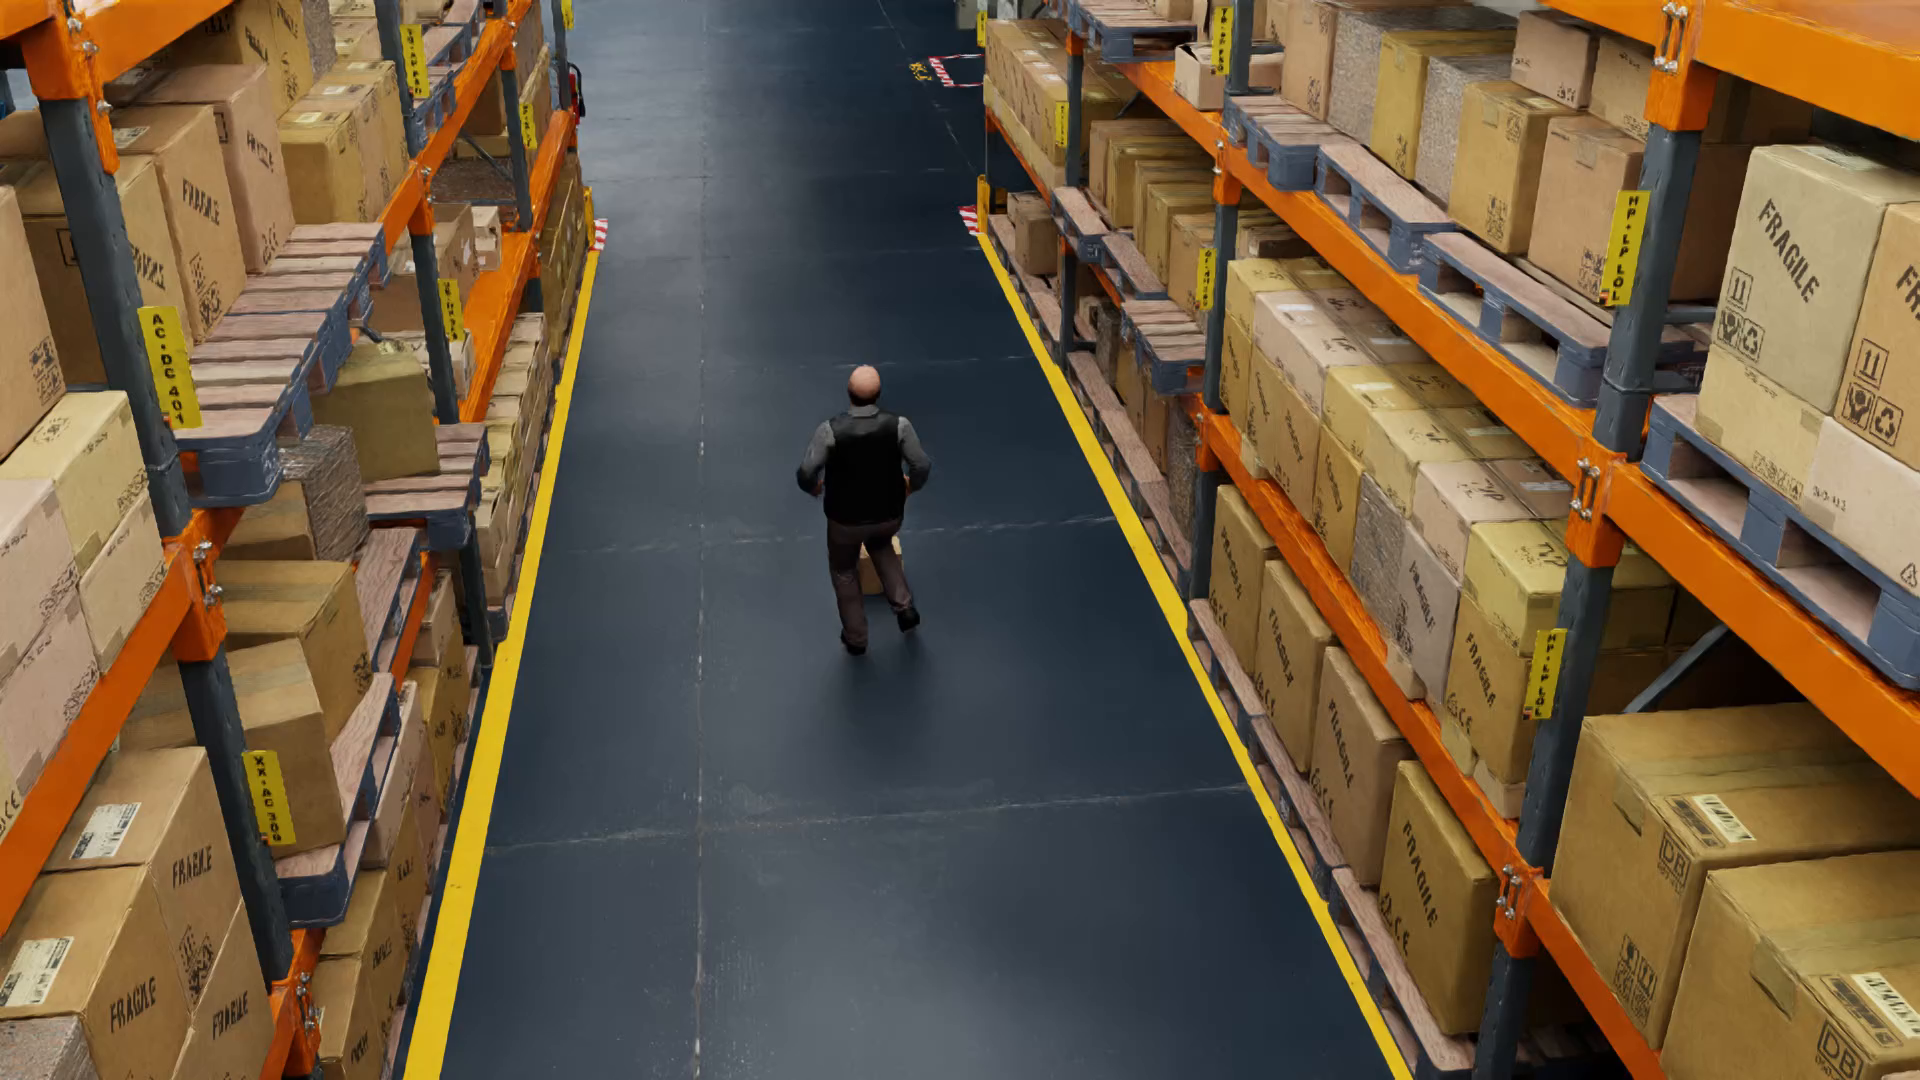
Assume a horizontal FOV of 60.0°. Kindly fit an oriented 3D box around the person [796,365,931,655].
[{"bbox_3d":[-0.552,-0.138,9.036,0.702,1.624,0.507,-10,29,-19],"label":"person"}]
